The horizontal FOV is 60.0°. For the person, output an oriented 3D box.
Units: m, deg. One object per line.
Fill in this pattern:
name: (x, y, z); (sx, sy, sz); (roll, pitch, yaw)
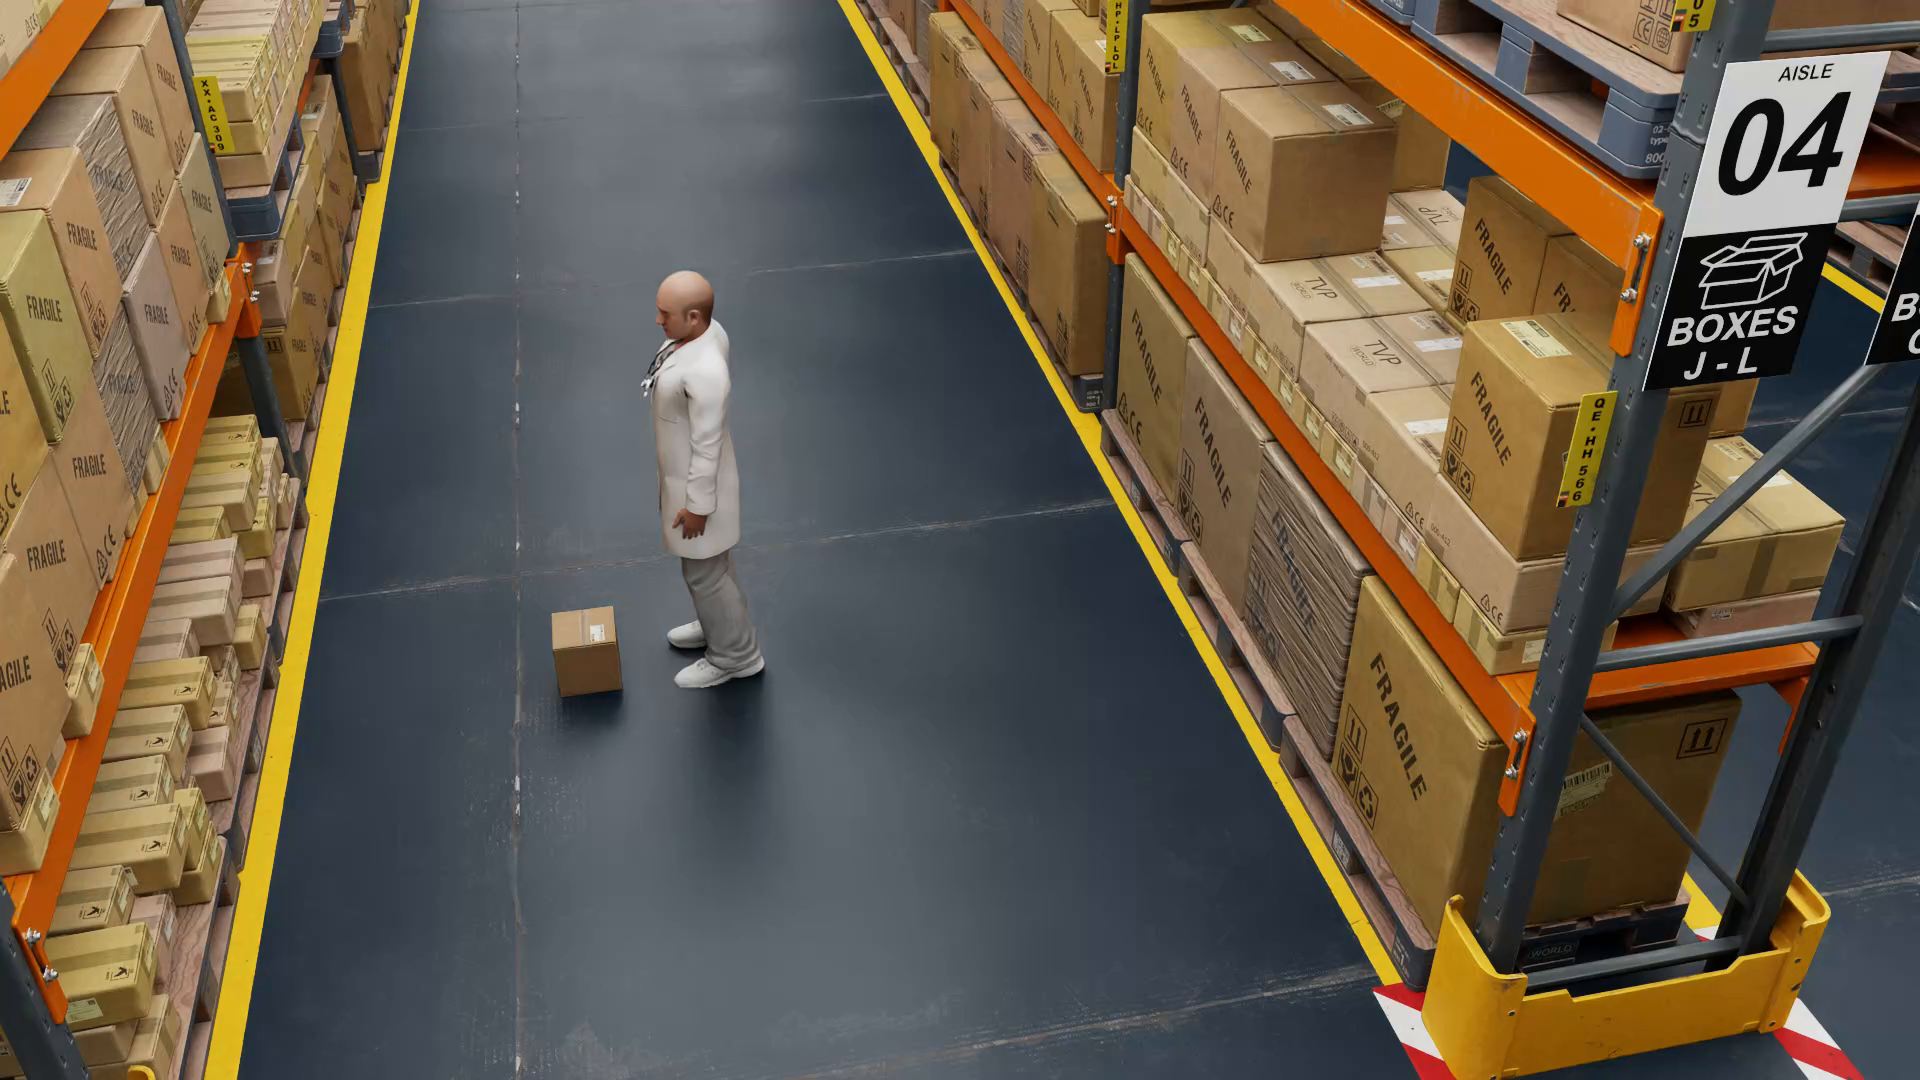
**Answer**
person: (-1.023, -0.220, 6.503); (0.389, 1.790, 0.562); (-6, 34, -9)
